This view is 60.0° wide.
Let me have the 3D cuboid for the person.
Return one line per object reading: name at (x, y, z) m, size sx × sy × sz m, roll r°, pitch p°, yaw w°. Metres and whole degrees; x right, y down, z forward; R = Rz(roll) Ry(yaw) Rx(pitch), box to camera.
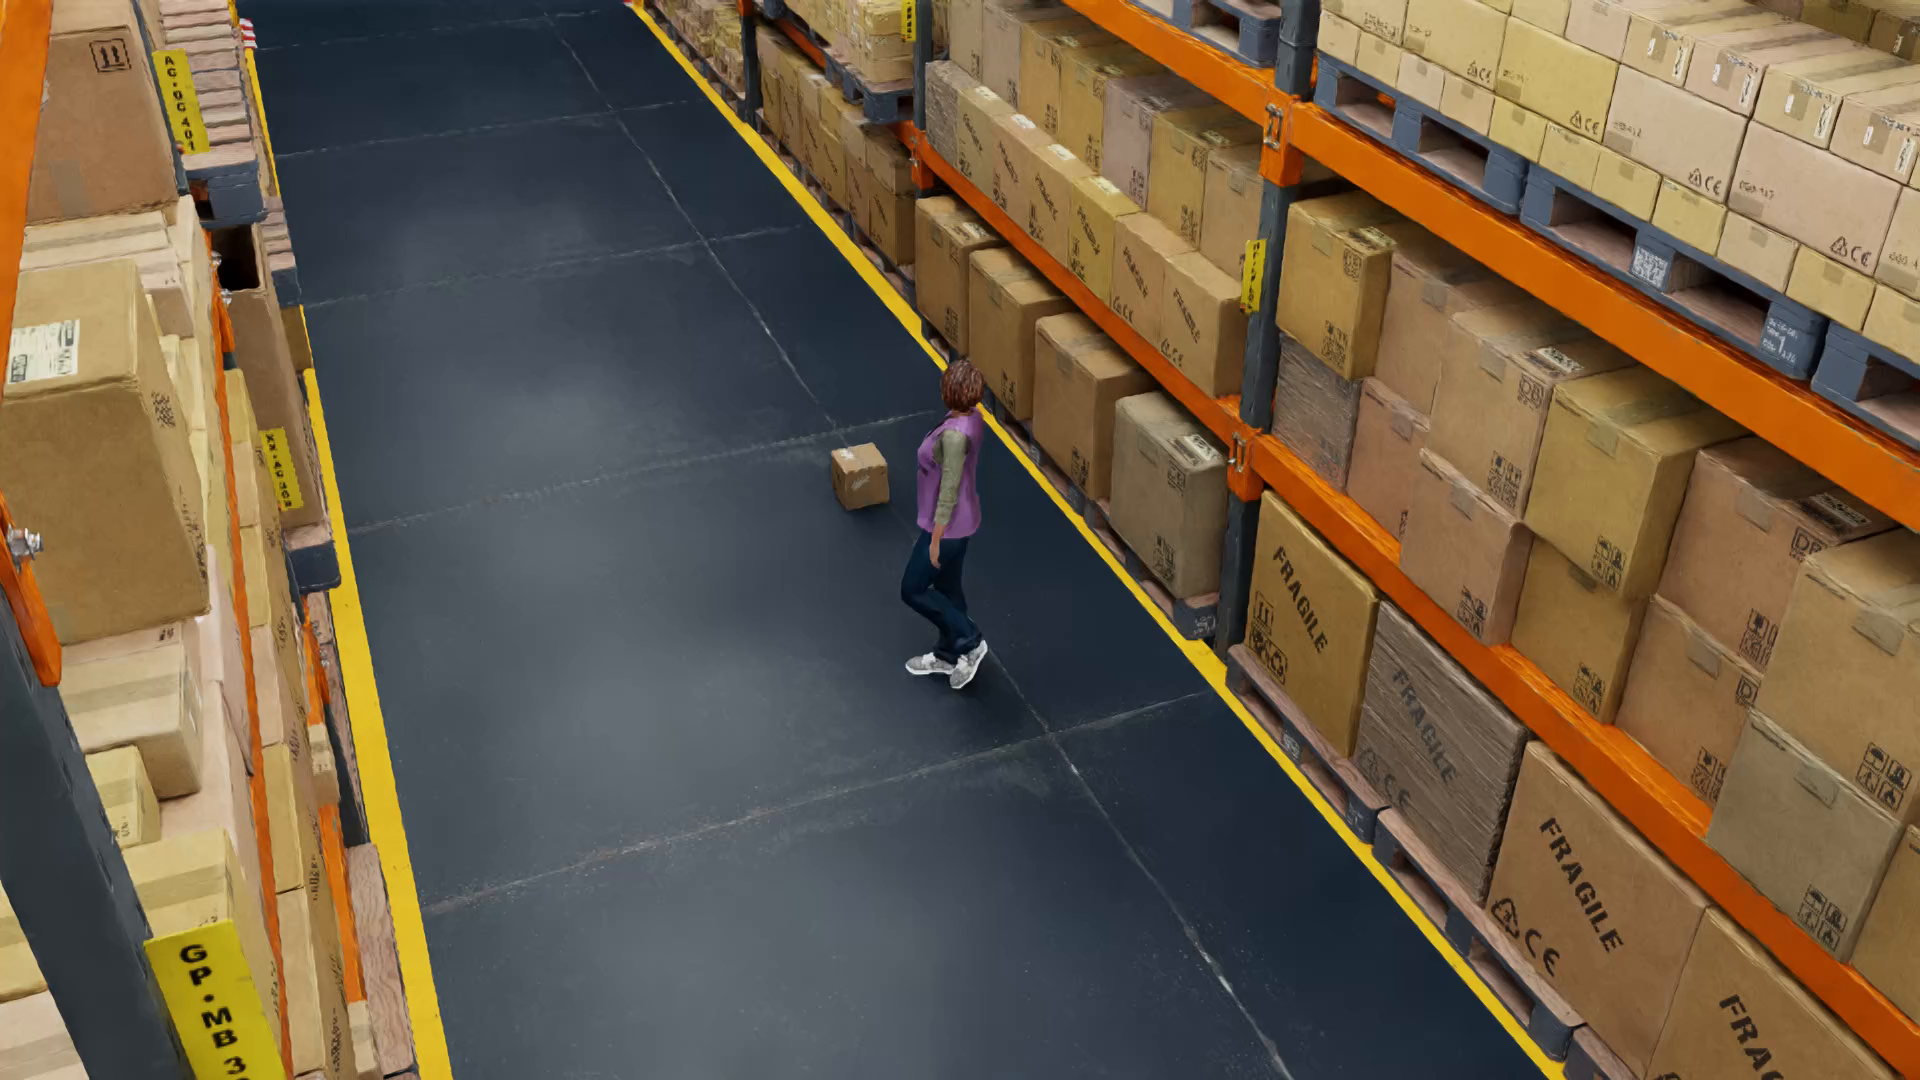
person at (-0.051, -0.057, 7.615) m, size 0.404 × 1.589 × 0.499 m, roll 6°, pitch 34°, yaw 9°
